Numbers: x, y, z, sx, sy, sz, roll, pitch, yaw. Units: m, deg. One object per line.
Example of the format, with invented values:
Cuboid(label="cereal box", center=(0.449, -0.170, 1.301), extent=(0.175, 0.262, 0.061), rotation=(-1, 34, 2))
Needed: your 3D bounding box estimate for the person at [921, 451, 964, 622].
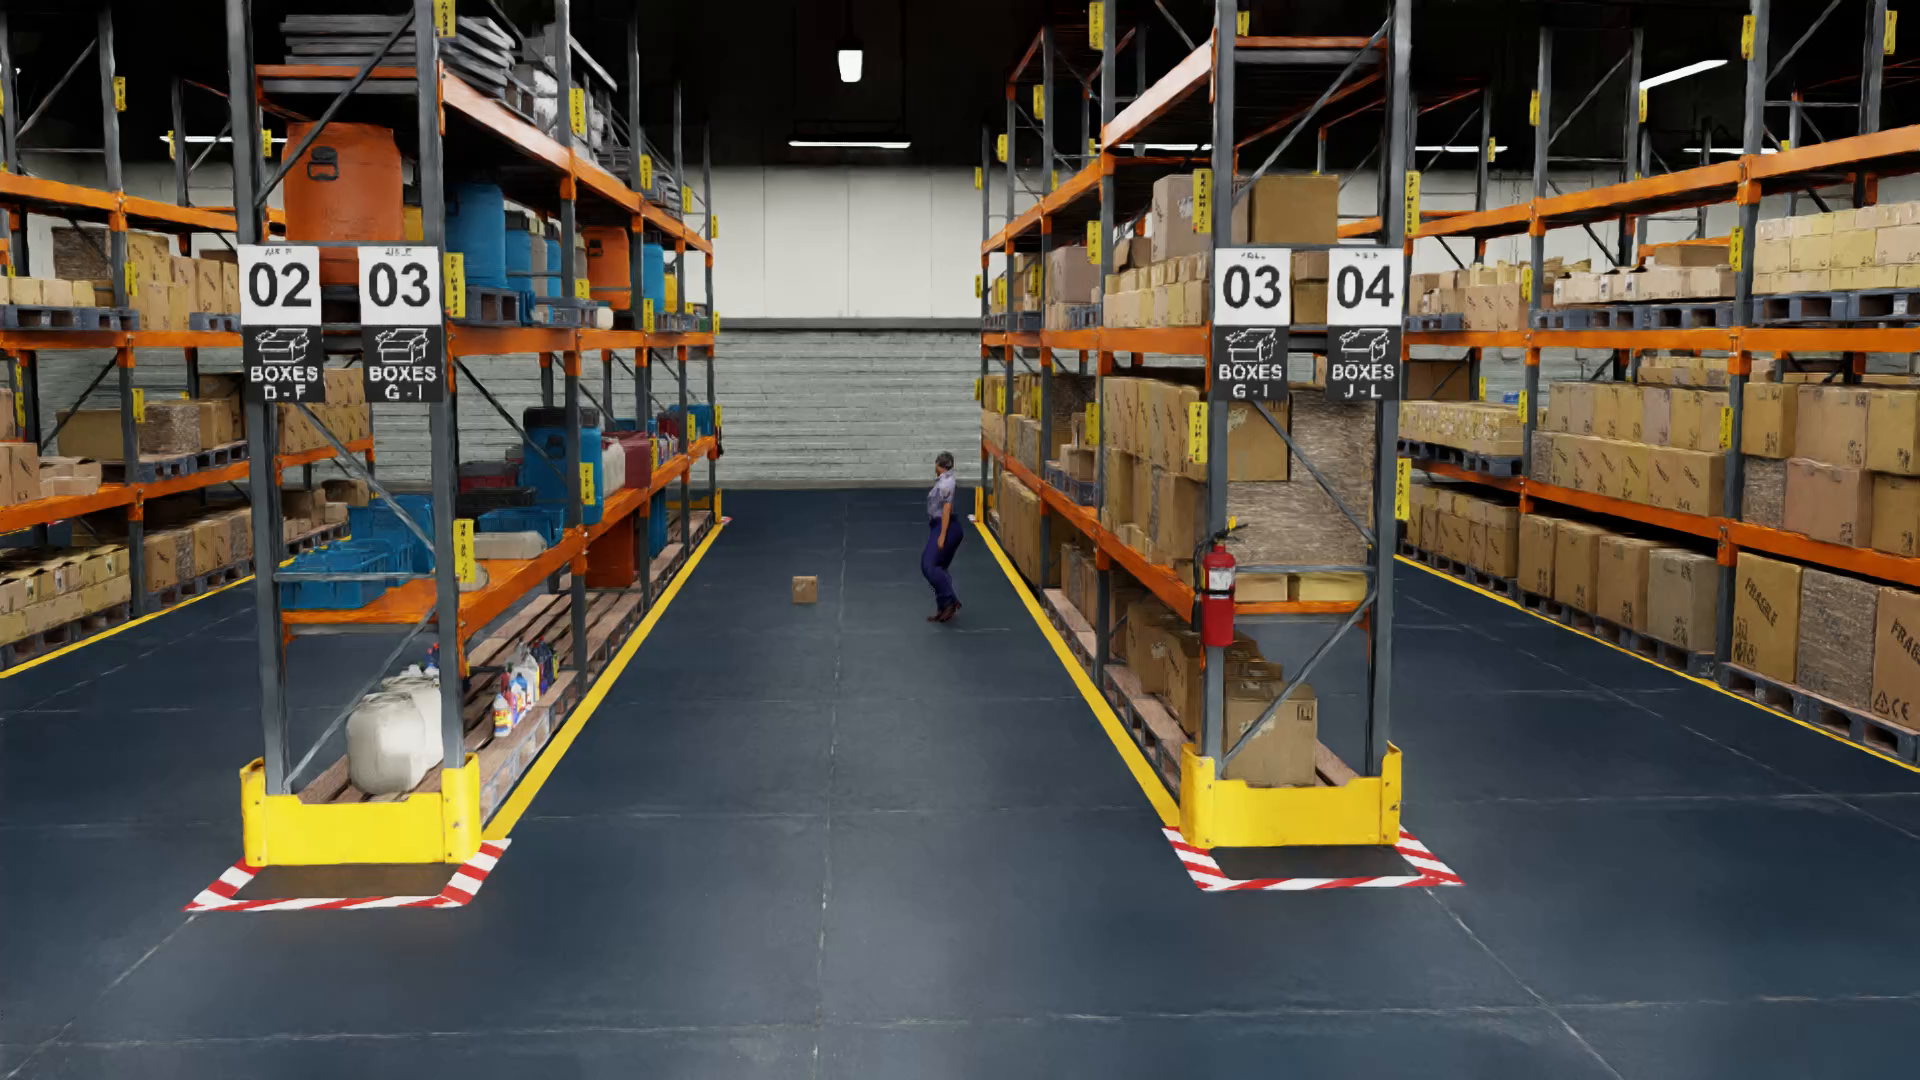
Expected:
Cuboid(label="person", center=(-0.173, -0.028, 16.191), extent=(0.432, 1.623, 0.660), rotation=(-1, 7, -4))
